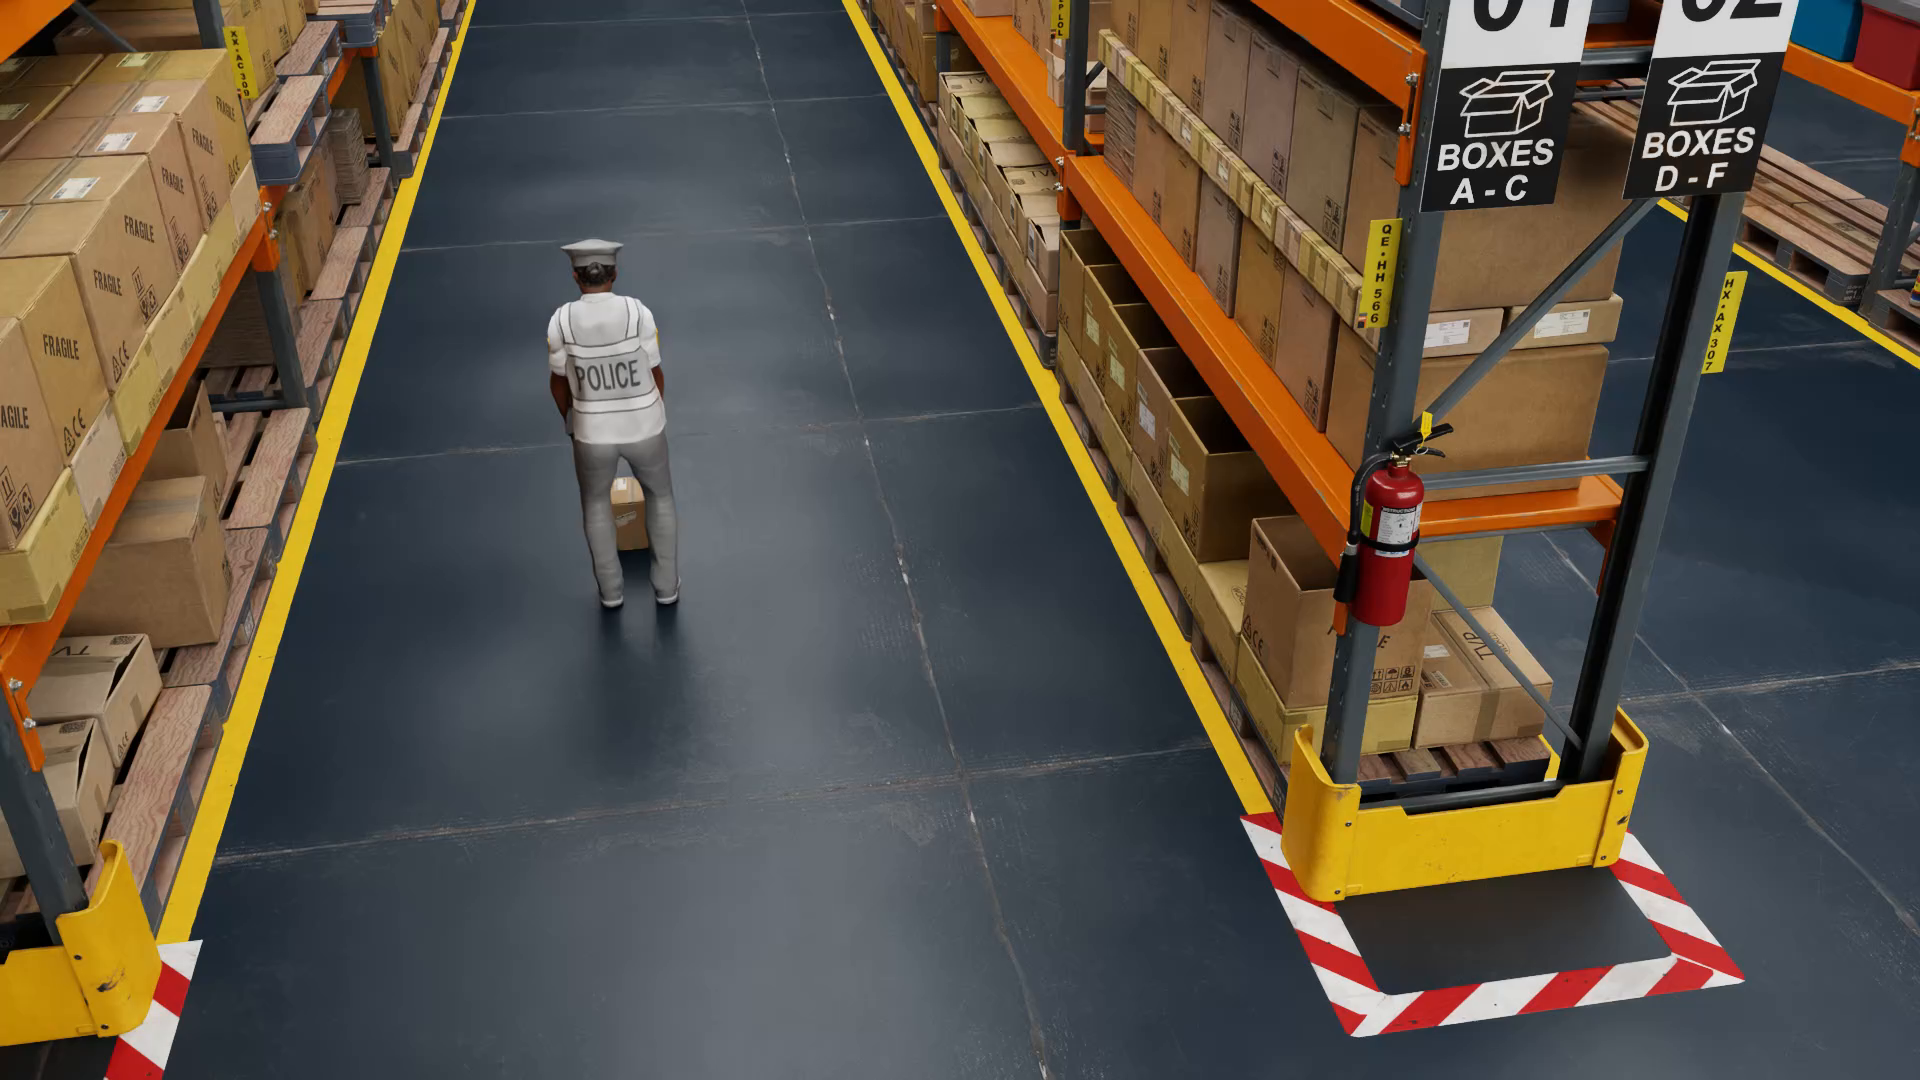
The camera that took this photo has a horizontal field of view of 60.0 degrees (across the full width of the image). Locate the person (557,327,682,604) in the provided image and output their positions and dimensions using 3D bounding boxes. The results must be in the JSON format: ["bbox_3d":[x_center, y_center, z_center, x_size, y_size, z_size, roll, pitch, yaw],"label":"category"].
[{"bbox_3d":[-1.471,-0.302,7.158,0.497,1.135,0.820,-5,31,-9],"label":"person"}]
